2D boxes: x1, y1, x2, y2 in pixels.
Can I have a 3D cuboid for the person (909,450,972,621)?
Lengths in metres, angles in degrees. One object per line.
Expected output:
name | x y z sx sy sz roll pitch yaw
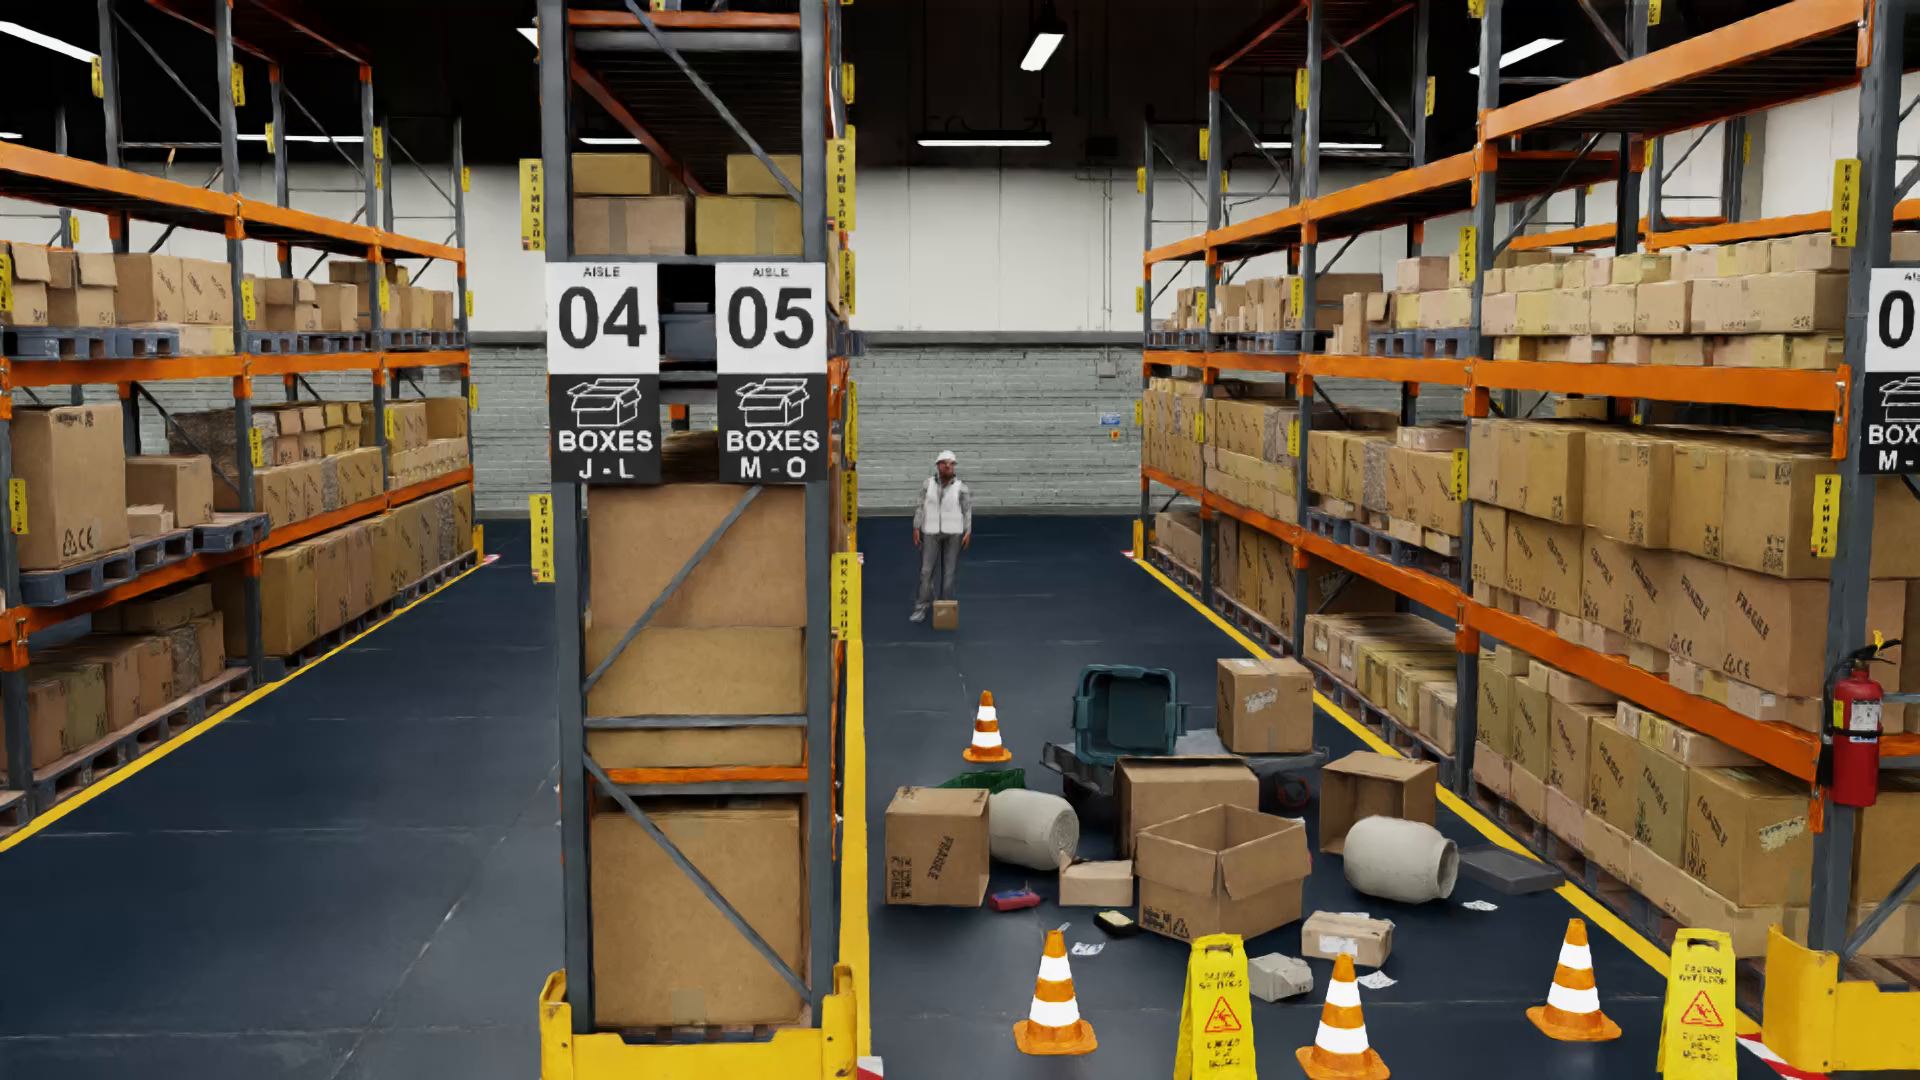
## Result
person | -0.198 -0.049 17.486 0.635 1.768 0.568 1 7 5
